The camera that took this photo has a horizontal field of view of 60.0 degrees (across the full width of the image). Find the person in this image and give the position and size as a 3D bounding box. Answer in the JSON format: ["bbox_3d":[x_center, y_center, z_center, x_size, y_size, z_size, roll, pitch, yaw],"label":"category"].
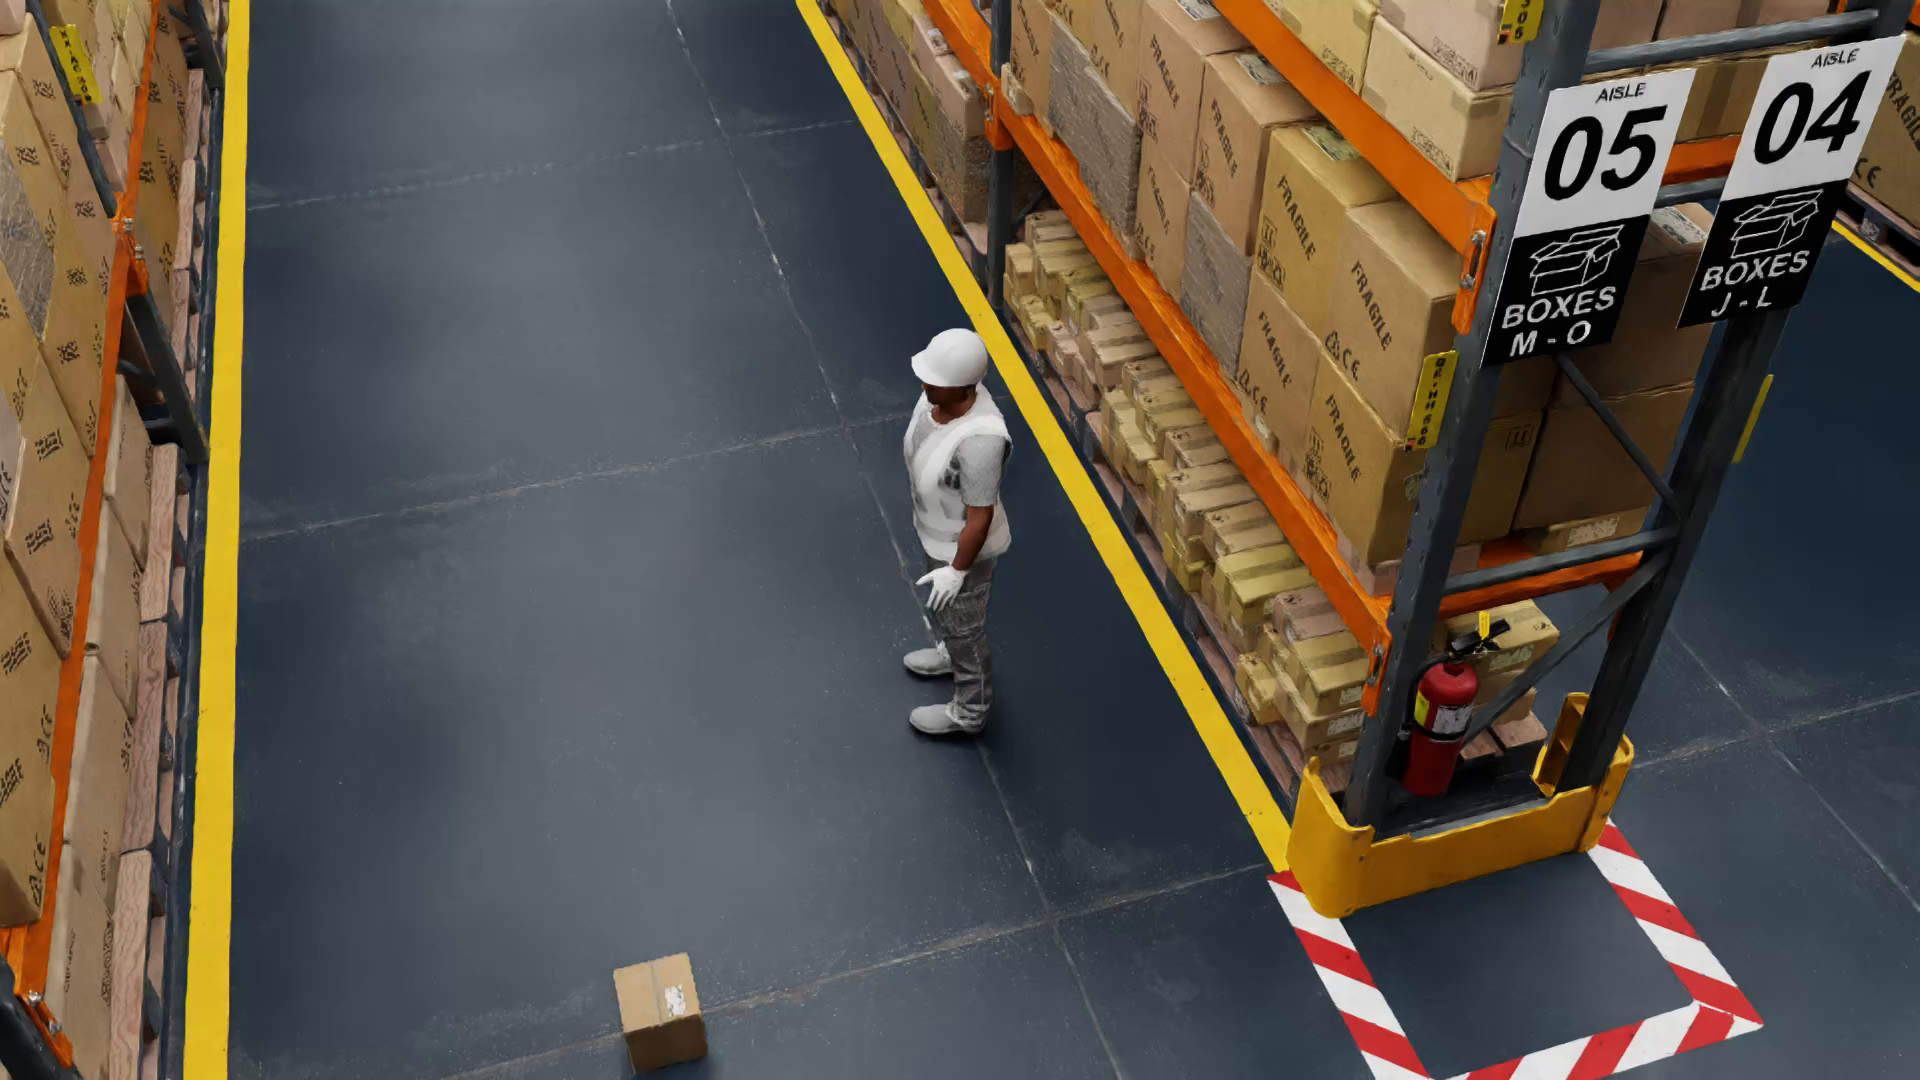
[{"bbox_3d":[-0.032,-0.022,6.133,0.401,1.790,0.596,-10,43,-11],"label":"person"}]
